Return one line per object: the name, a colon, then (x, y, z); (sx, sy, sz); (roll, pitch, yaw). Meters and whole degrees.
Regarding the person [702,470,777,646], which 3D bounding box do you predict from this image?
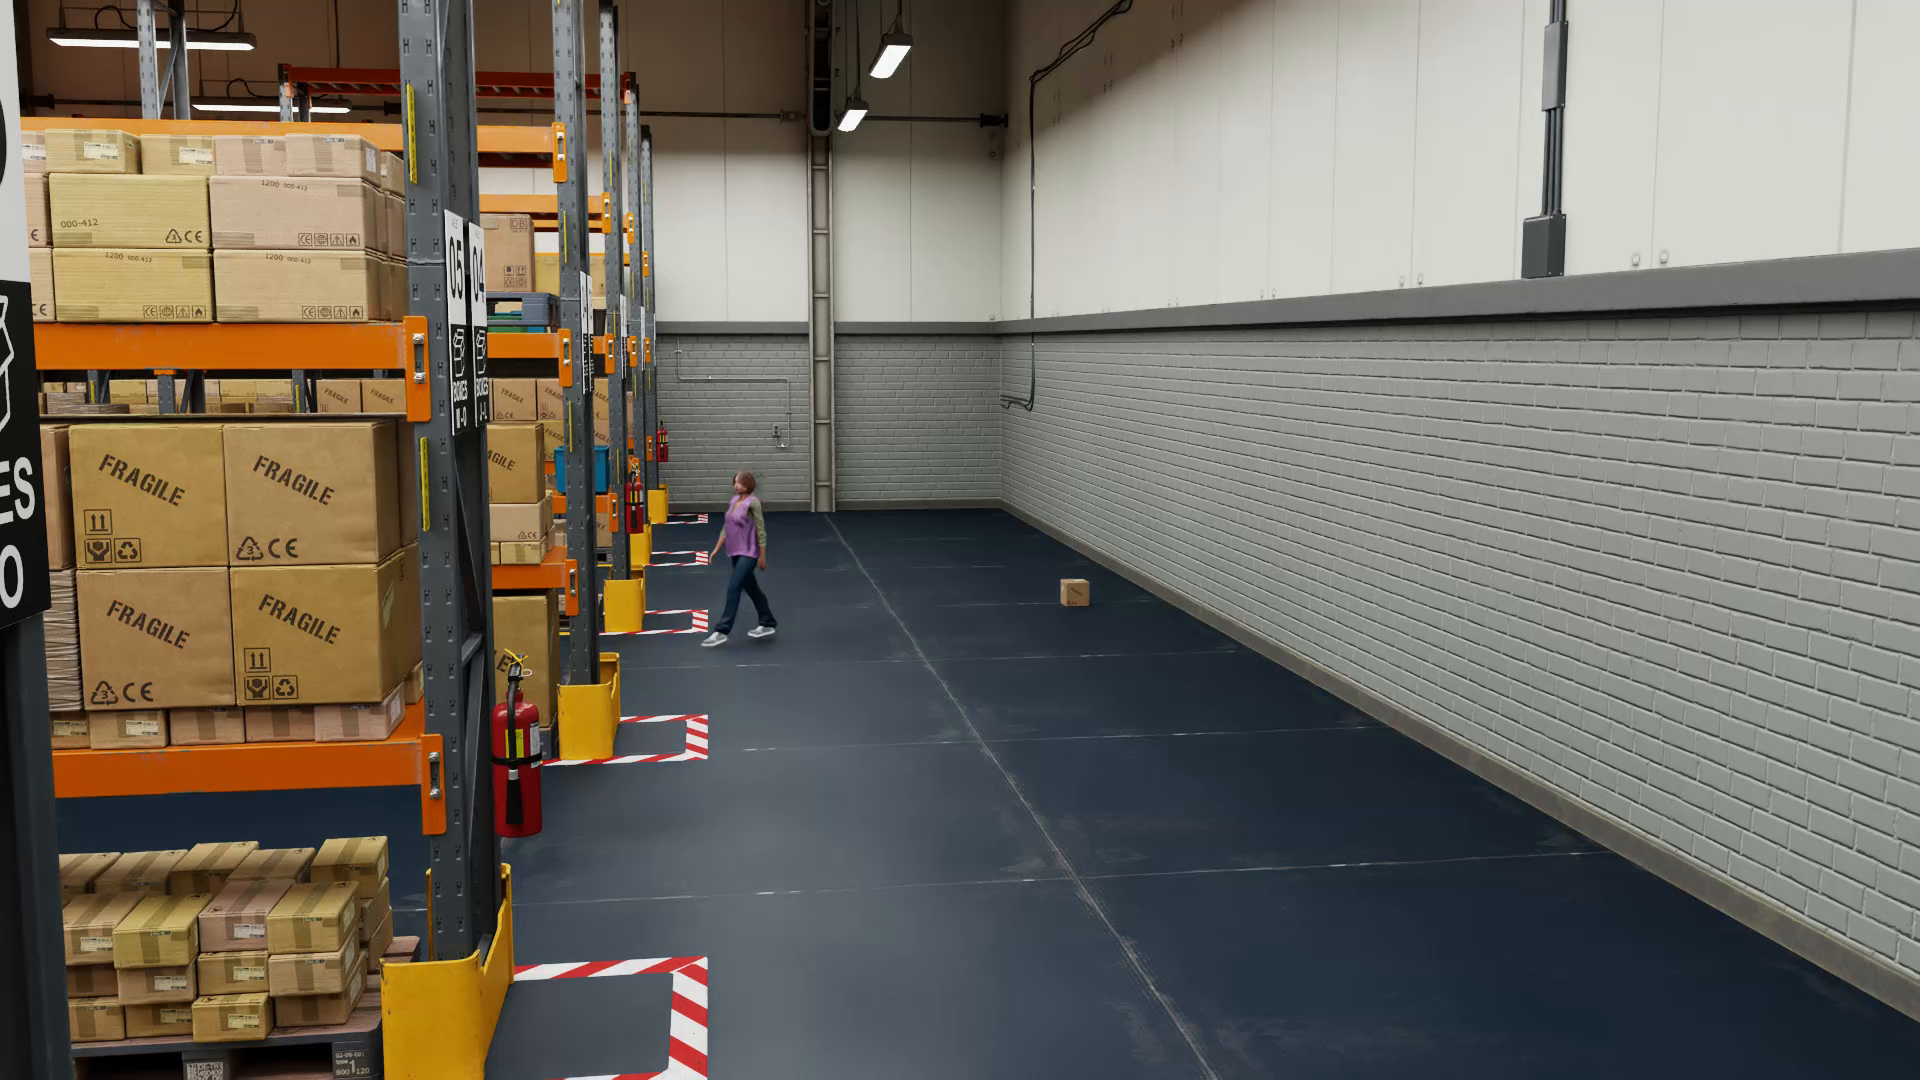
person: (-2.049, 0.145, 15.167); (0.862, 1.557, 0.413); (-5, 8, -37)
